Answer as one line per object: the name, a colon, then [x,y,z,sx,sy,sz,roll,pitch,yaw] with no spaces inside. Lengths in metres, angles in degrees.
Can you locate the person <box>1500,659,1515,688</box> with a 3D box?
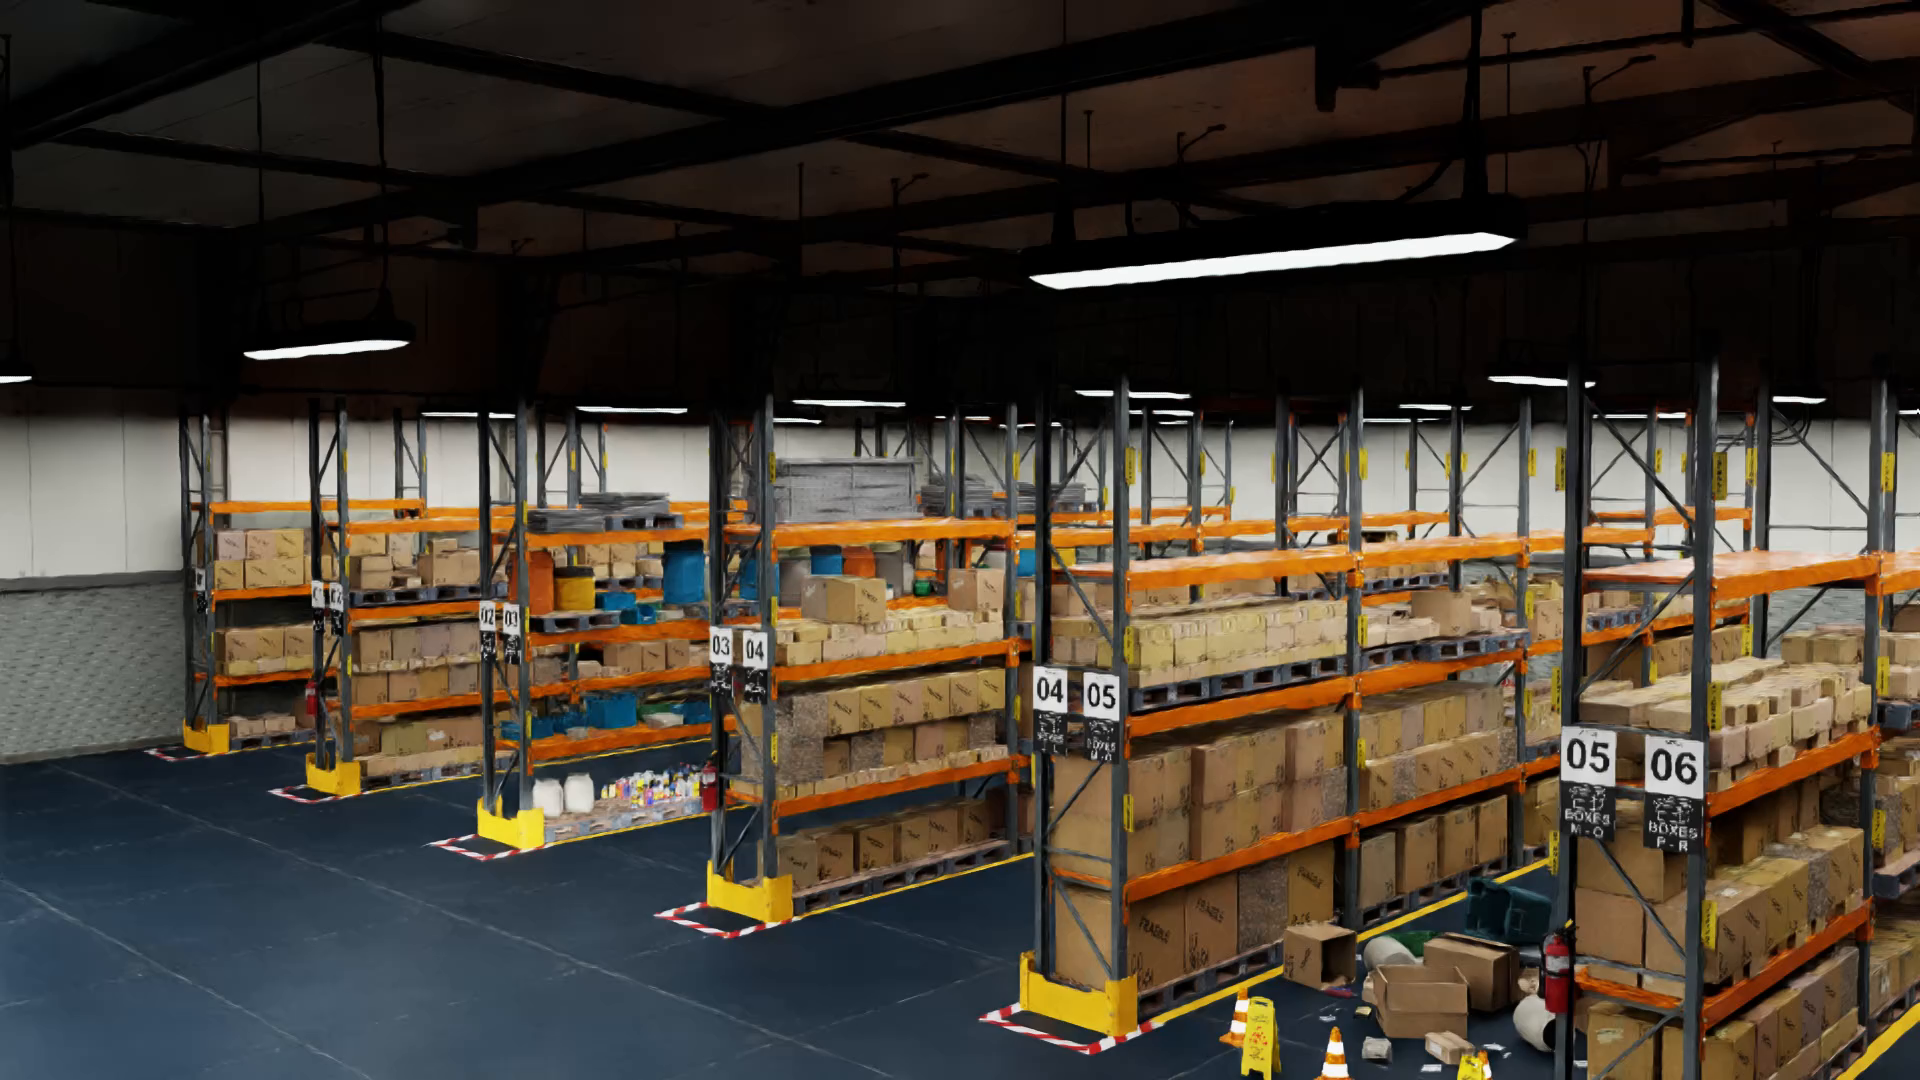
person: [9.674,2.718,29.083,0.466,1.794,0.594,1,3,15]

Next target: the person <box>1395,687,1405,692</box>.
person: [6.900,3.084,25.849,0.415,1.408,1.042,3,4,41]
